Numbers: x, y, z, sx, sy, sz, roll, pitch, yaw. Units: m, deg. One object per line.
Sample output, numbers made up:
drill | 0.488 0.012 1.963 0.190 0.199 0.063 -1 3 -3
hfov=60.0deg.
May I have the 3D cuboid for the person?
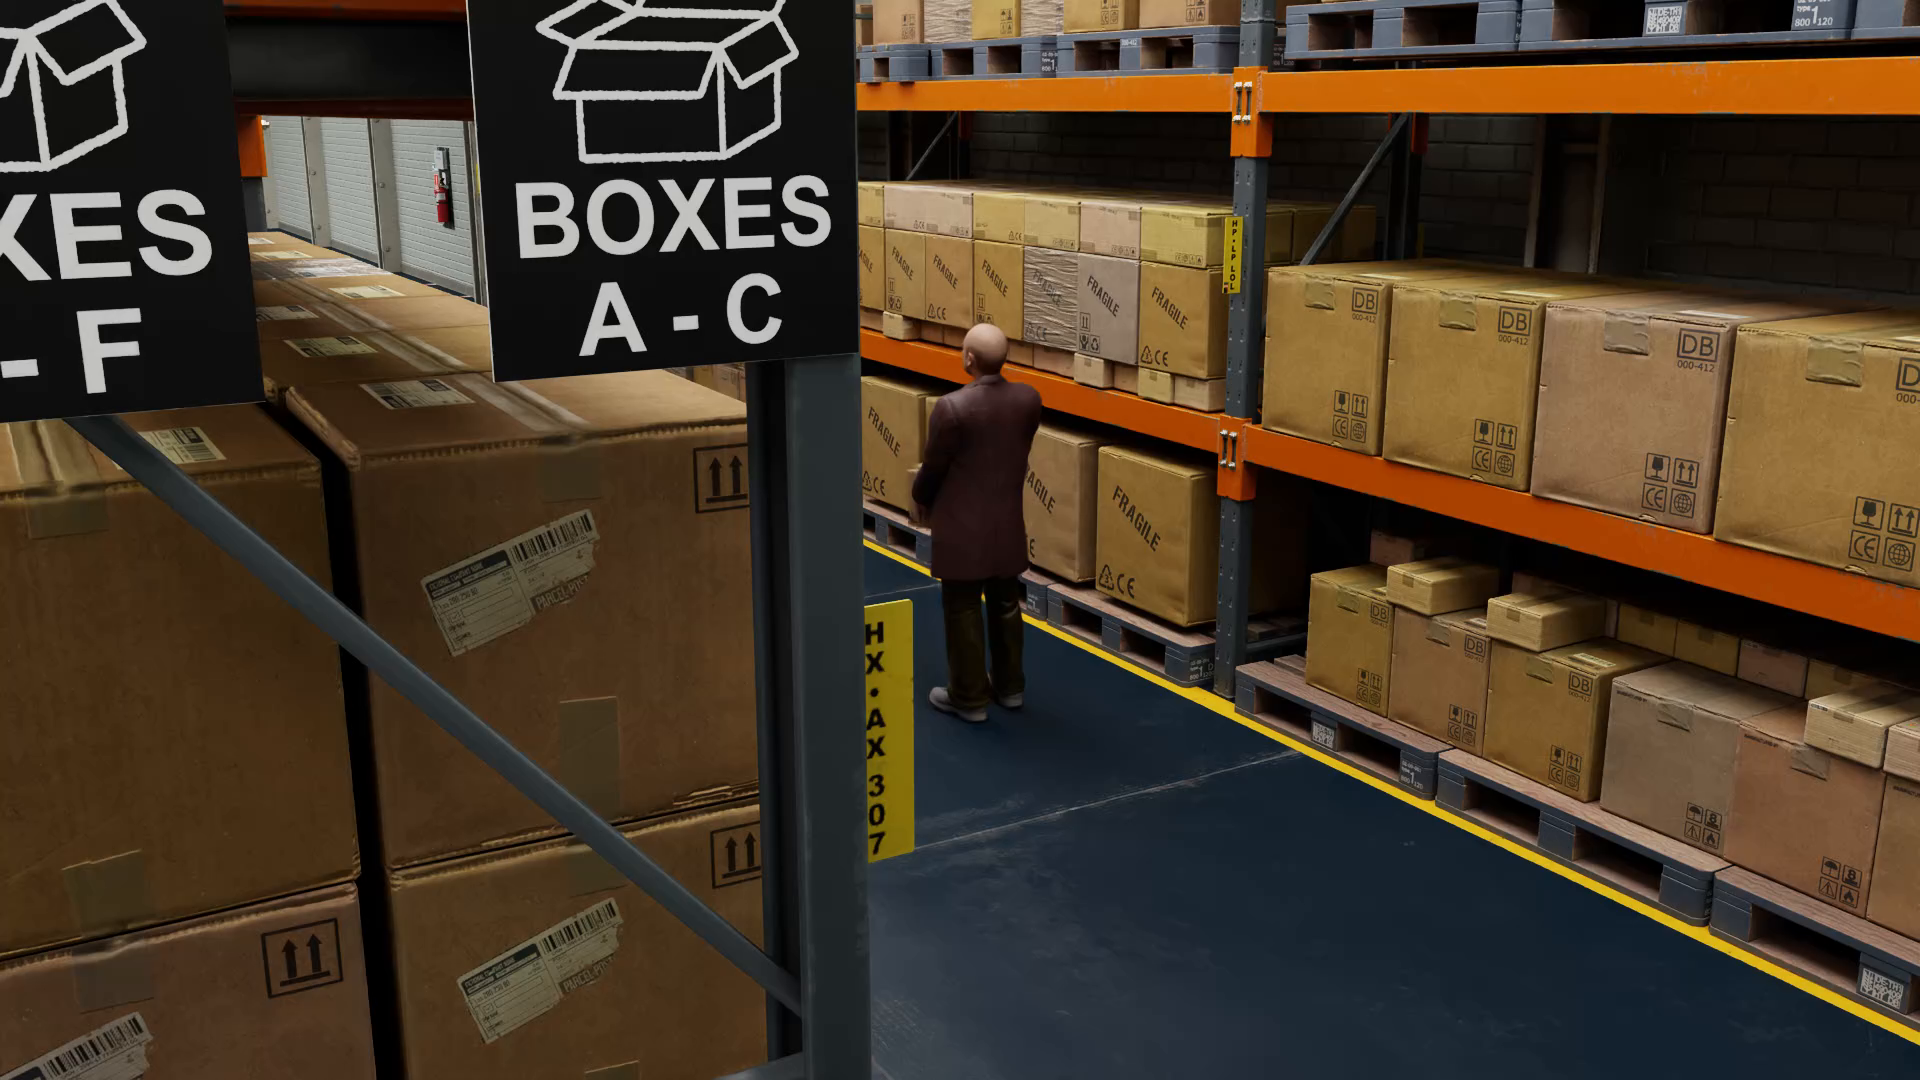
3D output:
person | 0.046 -0.086 7.363 0.557 1.780 0.529 -8 17 -30
